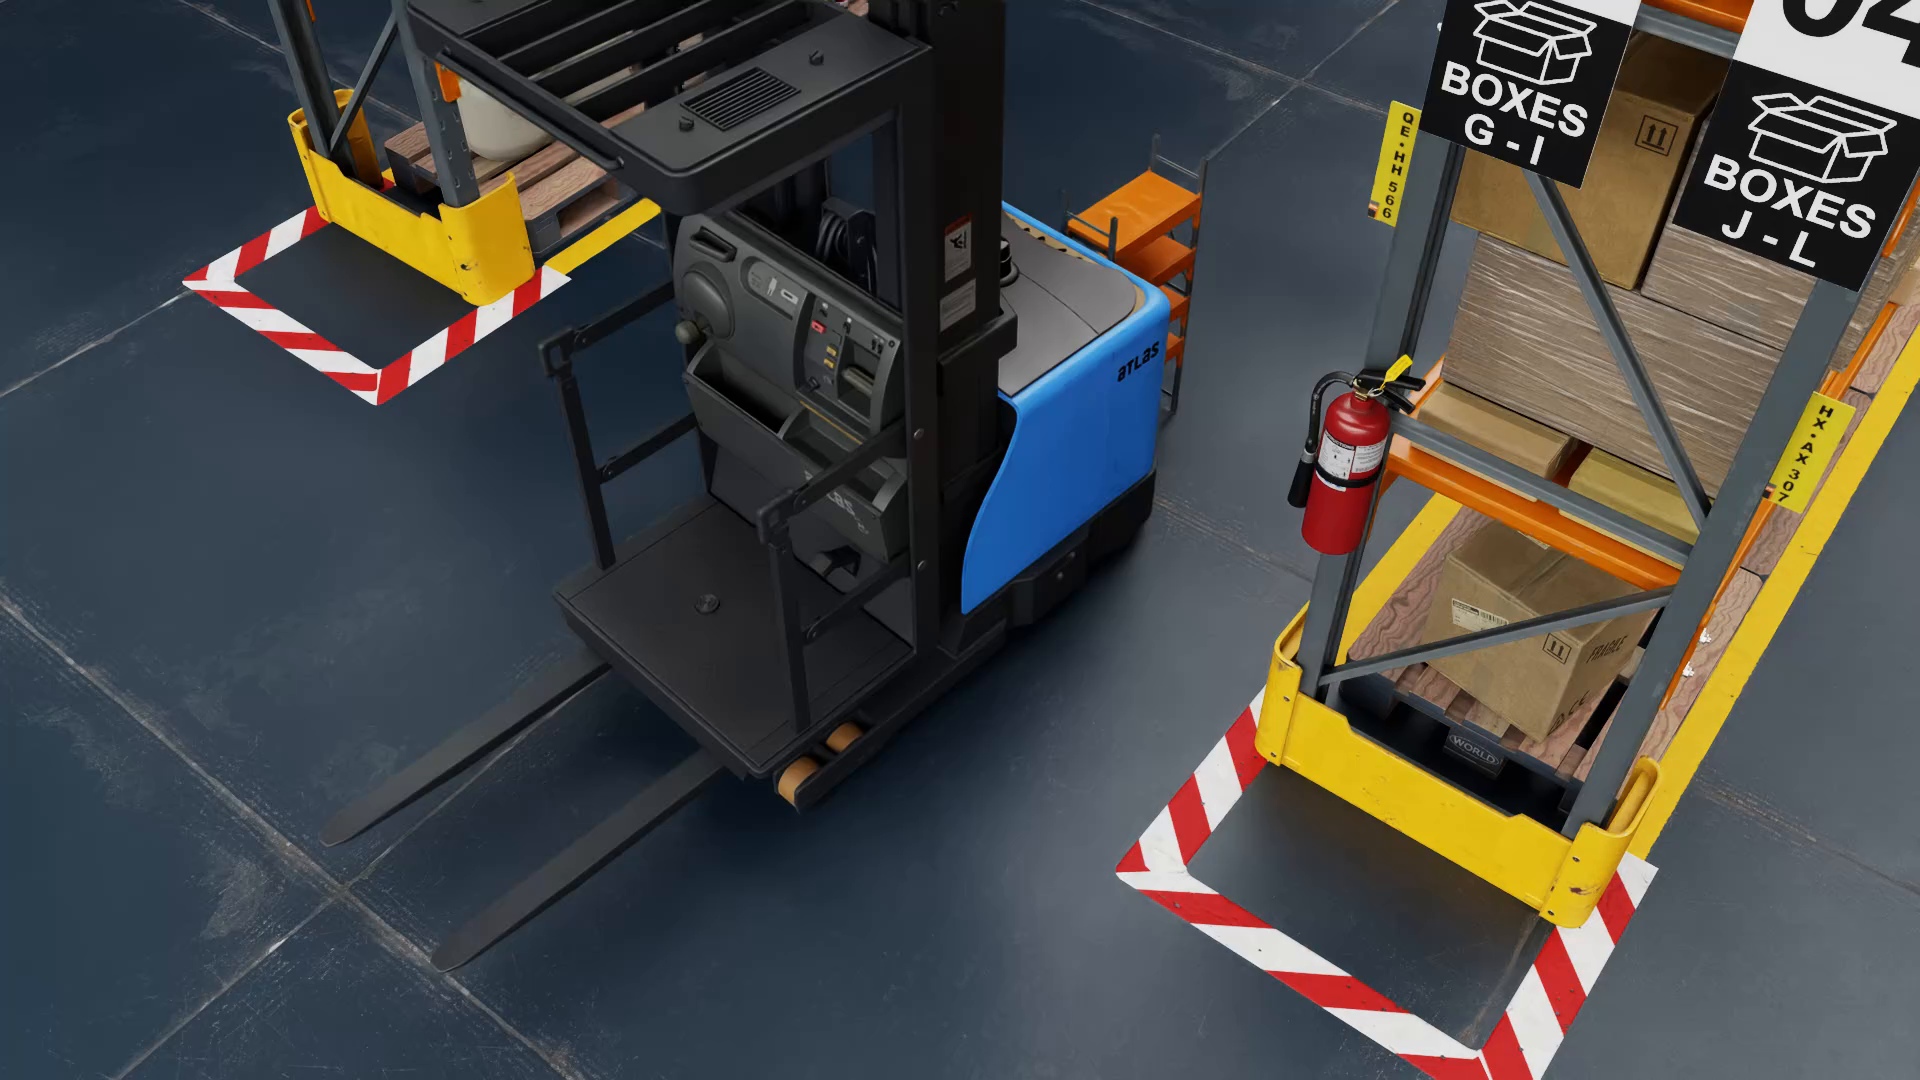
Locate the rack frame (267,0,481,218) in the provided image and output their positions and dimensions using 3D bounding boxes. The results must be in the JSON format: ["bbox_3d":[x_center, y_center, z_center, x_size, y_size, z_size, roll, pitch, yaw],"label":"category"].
[{"bbox_3d":[-2.434,-2.326,6.397,1.000,3.000,0.127,29,53,25],"label":"rack frame"}]

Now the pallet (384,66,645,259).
[{"bbox_3d":[-1.924,-1.889,7.909,1.003,0.211,1.213,29,53,25],"label":"pallet"}]

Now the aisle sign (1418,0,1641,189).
[{"bbox_3d":[1.210,-1.131,3.458,0.394,0.787,0.004,29,53,25],"label":"aisle sign"}]

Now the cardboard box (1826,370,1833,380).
[{"bbox_3d":[2.476,-0.670,4.989,0.380,0.149,0.250,29,53,25],"label":"cardboard box"}]

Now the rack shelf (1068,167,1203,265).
[{"bbox_3d":[0.615,-1.129,5.956,0.258,0.148,0.480,35,56,29],"label":"rack shelf"}]

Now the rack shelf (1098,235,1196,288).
[{"bbox_3d":[0.615,-0.966,6.127,0.258,0.148,0.480,35,56,29],"label":"rack shelf"}]

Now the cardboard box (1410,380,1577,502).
[{"bbox_3d":[1.496,-0.303,4.639,0.380,0.149,0.250,29,53,25],"label":"cardboard box"}]

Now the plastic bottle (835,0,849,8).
[{"bbox_3d":[-0.622,-2.838,8.518,0.097,0.201,0.097,0,46,0],"label":"plastic bottle"}]

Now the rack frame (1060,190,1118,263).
[{"bbox_3d":[0.445,-0.732,6.119,0.240,1.200,0.015,35,56,29],"label":"rack frame"}]

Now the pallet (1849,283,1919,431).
[{"bbox_3d":[3.548,-1.062,7.118,1.003,0.211,1.213,29,53,25],"label":"pallet"}]

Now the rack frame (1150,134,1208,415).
[{"bbox_3d":[0.786,-0.984,6.360,0.240,1.200,0.015,35,56,29],"label":"rack frame"}]

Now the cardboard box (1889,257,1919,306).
[{"bbox_3d":[2.842,-0.922,5.230,0.380,0.149,0.250,29,53,25],"label":"cardboard box"}]

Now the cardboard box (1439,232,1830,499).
[{"bbox_3d":[1.843,-0.576,4.451,0.875,0.500,0.500,29,53,25],"label":"cardboard box"}]

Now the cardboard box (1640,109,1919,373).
[{"bbox_3d":[2.037,-0.813,3.986,0.500,0.500,0.500,29,53,25],"label":"cardboard box"}]

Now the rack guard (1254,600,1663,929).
[{"bbox_3d":[1.532,0.684,5.251,1.175,0.500,0.348,29,53,25],"label":"rack guard"}]

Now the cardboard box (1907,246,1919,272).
[{"bbox_3d":[2.348,-1.096,4.256,0.500,0.500,0.500,29,53,25],"label":"cardboard box"}]

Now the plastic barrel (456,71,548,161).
[{"bbox_3d":[-2.092,-2.022,7.537,0.421,0.512,0.421,0,46,0],"label":"plastic barrel"}]

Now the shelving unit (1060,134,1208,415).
[{"bbox_3d":[0.615,-0.858,6.240,0.258,1.200,0.503,35,56,29],"label":"shelving unit"}]

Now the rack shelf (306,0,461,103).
[{"bbox_3d":[-1.211,-3.222,7.750,1.077,0.370,4.000,29,53,25],"label":"rack shelf"}]

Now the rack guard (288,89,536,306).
[{"bbox_3d":[-2.425,-1.526,7.362,1.175,0.500,0.348,29,53,25],"label":"rack guard"}]

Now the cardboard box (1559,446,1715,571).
[{"bbox_3d":[1.848,-0.107,4.451,0.380,0.149,0.250,29,53,25],"label":"cardboard box"}]

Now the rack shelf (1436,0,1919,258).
[{"bbox_3d":[2.708,-2.068,4.574,1.077,0.370,4.000,29,53,25],"label":"rack shelf"}]

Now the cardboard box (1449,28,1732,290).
[{"bbox_3d":[1.626,-1.043,4.205,0.500,0.500,0.500,29,53,25],"label":"cardboard box"}]

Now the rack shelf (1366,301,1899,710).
[{"bbox_3d":[2.708,-1.032,5.659,1.077,0.370,4.000,29,53,25],"label":"rack shelf"}]

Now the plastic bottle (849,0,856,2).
[{"bbox_3d":[-0.572,-2.944,8.567,0.152,0.276,0.135,30,53,26],"label":"plastic bottle"}]

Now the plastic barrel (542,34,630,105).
[{"bbox_3d":[-1.786,-2.308,7.811,0.421,0.512,0.421,0,46,0],"label":"plastic barrel"}]

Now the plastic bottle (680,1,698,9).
[{"bbox_3d":[-1.398,-2.869,8.491,0.061,0.283,0.133,29,53,25],"label":"plastic bottle"}]

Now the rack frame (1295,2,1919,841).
[{"bbox_3d":[1.485,-0.136,4.305,1.000,3.000,0.127,29,53,25],"label":"rack frame"}]

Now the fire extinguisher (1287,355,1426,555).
[{"bbox_3d":[1.050,-0.247,4.465,0.296,0.674,0.183,29,53,25],"label":"fire extinguisher"}]

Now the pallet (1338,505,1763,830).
[{"bbox_3d":[2.056,0.335,5.784,1.003,0.211,1.213,29,53,25],"label":"pallet"}]

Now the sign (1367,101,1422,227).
[{"bbox_3d":[1.058,-0.902,4.018,0.100,0.325,0.005,29,53,25],"label":"sign"}]

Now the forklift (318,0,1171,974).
[{"bbox_3d":[-0.667,-0.568,4.766,1.130,2.935,3.031,35,56,29],"label":"forklift"}]

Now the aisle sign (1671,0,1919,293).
[{"bbox_3d":[1.685,-0.866,3.205,0.394,0.787,0.004,29,53,25],"label":"aisle sign"}]

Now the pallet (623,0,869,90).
[{"bbox_3d":[-1.178,-2.584,8.573,1.003,0.211,1.213,29,53,25],"label":"pallet"}]

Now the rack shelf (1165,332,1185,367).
[{"bbox_3d":[0.615,-0.674,6.432,0.258,0.148,0.480,35,56,29],"label":"rack shelf"}]

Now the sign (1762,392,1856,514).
[{"bbox_3d":[1.915,-0.195,3.763,0.100,0.325,0.005,29,53,25],"label":"sign"}]

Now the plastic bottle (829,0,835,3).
[{"bbox_3d":[-0.685,-2.804,8.437,0.097,0.271,0.097,0,46,0],"label":"plastic bottle"}]

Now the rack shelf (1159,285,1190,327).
[{"bbox_3d":[0.615,-0.811,6.288,0.258,0.148,0.480,35,56,29],"label":"rack shelf"}]

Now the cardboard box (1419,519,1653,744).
[{"bbox_3d":[1.880,0.233,5.392,0.500,0.500,0.500,-33,54,-27],"label":"cardboard box"}]

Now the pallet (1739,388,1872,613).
[{"bbox_3d":[2.803,-0.360,6.448,1.003,0.211,1.213,29,53,25],"label":"pallet"}]

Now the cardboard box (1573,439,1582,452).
[{"bbox_3d":[1.649,-0.446,4.776,0.380,0.149,0.250,29,53,25],"label":"cardboard box"}]
